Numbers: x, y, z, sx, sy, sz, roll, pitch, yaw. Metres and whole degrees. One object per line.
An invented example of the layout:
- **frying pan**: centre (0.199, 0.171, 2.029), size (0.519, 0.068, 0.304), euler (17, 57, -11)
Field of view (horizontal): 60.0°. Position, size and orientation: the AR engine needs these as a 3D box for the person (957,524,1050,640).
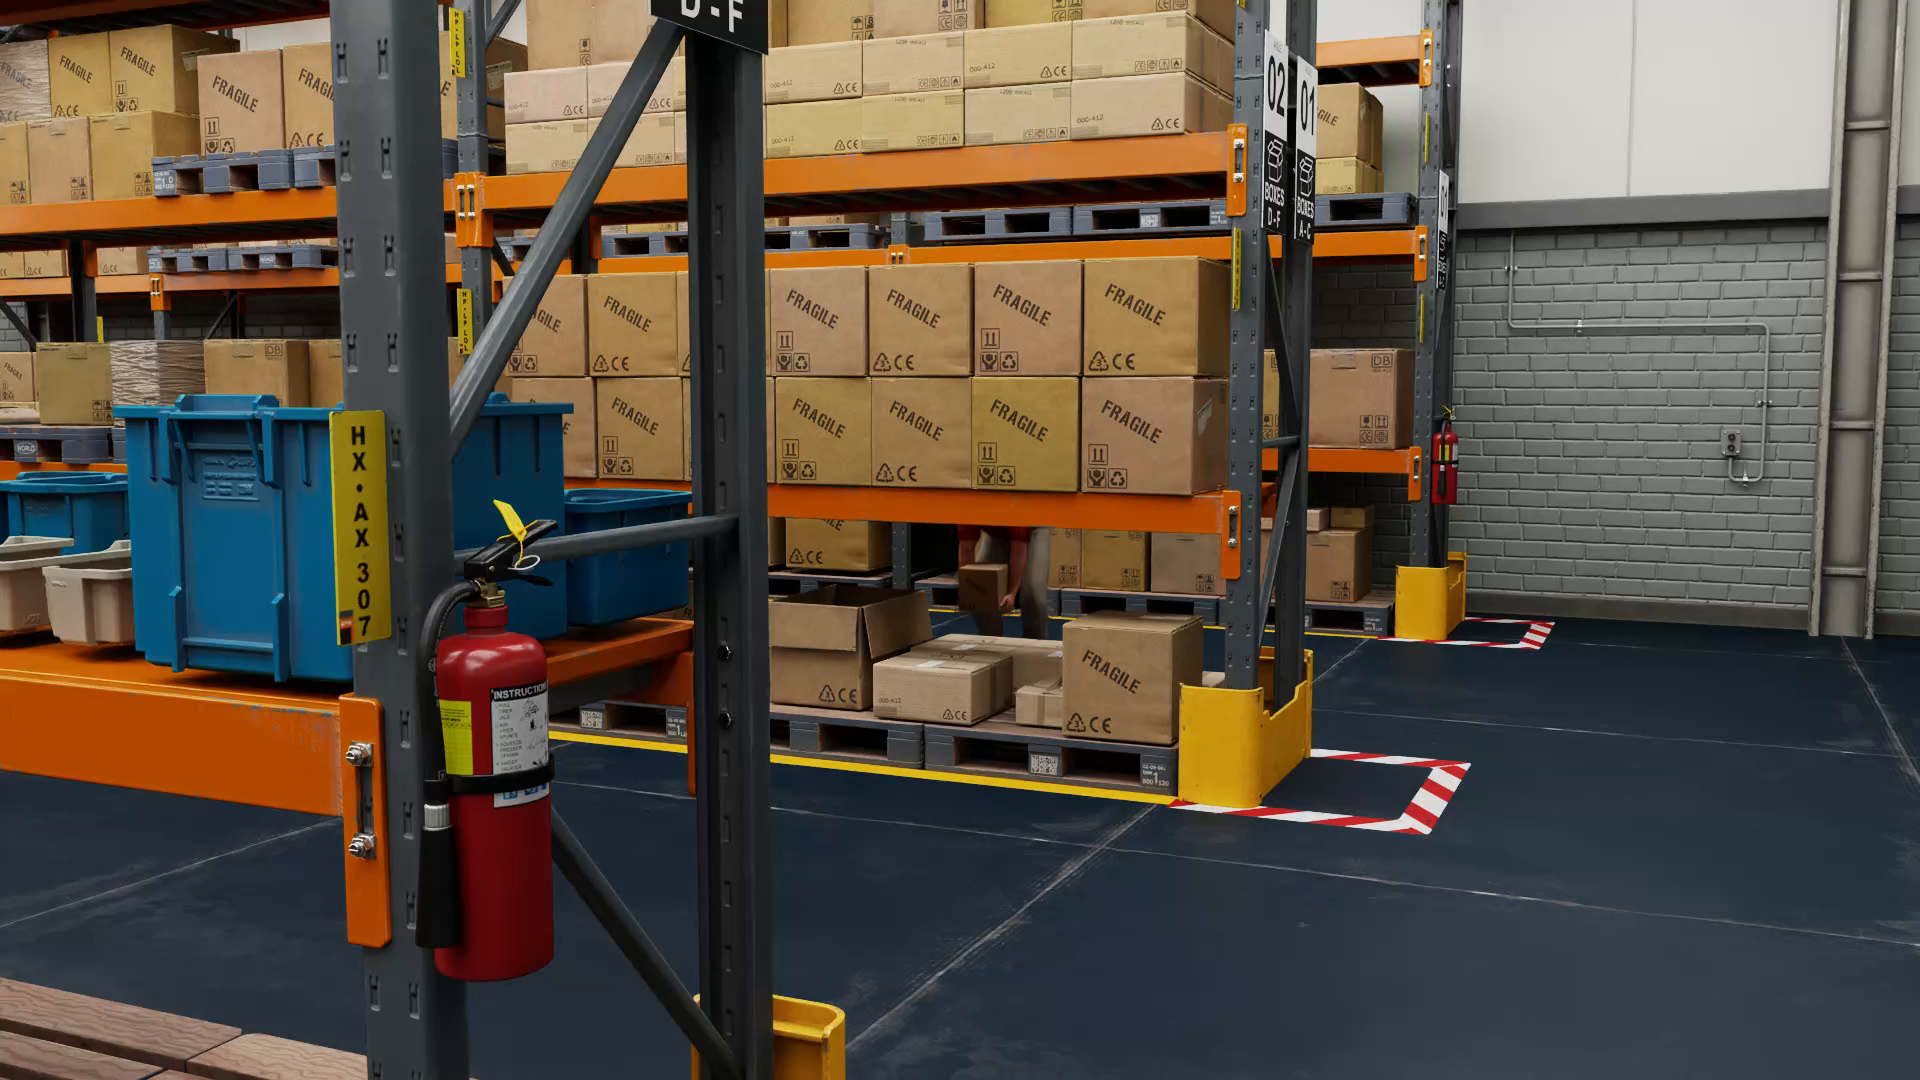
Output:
- **person**: centre (0.242, 0.189, 9.910), size (0.494, 1.301, 0.898), euler (2, 6, 22)
